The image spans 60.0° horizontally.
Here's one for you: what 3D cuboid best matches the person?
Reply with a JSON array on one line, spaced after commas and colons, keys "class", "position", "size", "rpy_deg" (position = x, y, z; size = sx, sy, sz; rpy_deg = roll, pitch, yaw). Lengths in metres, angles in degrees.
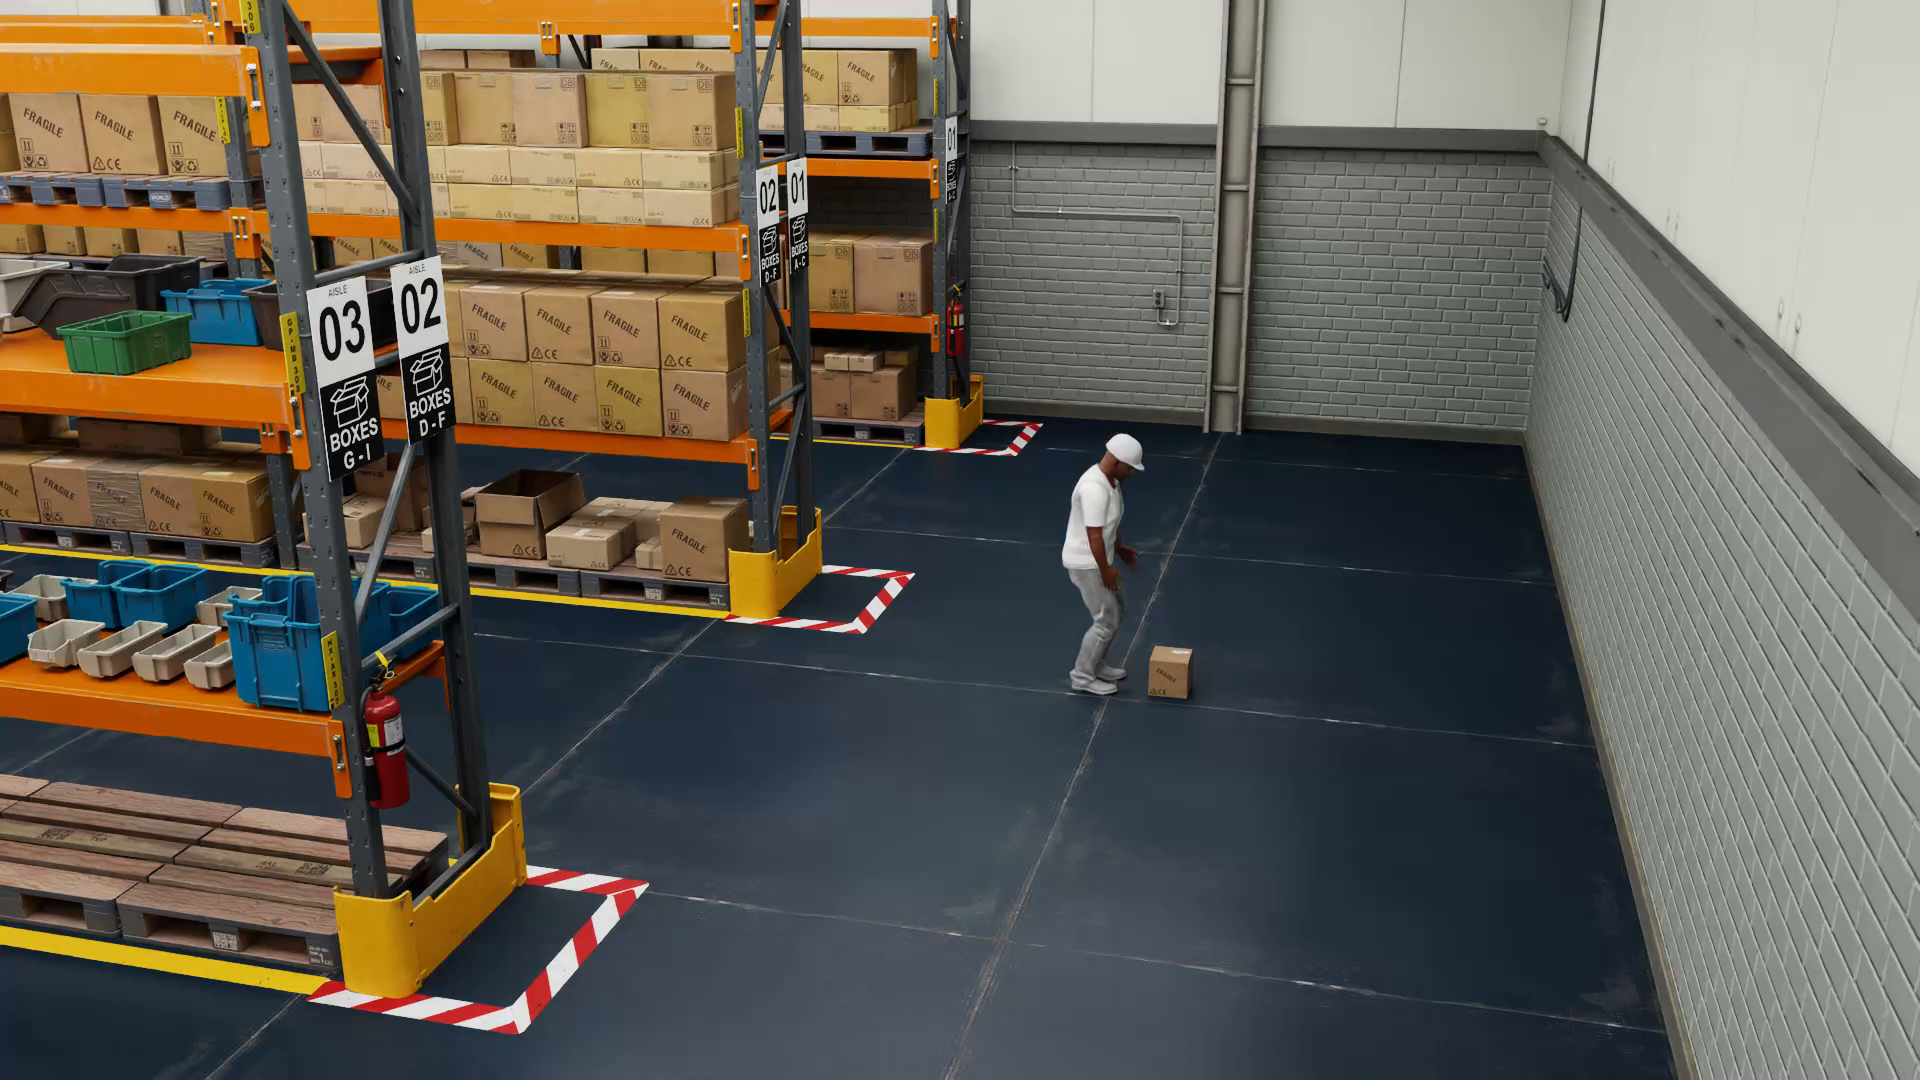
[{"class": "person", "position": [0.924, 0.133, 10.729], "size": [0.491, 1.696, 0.599], "rpy_deg": [5, 19, 15]}]
